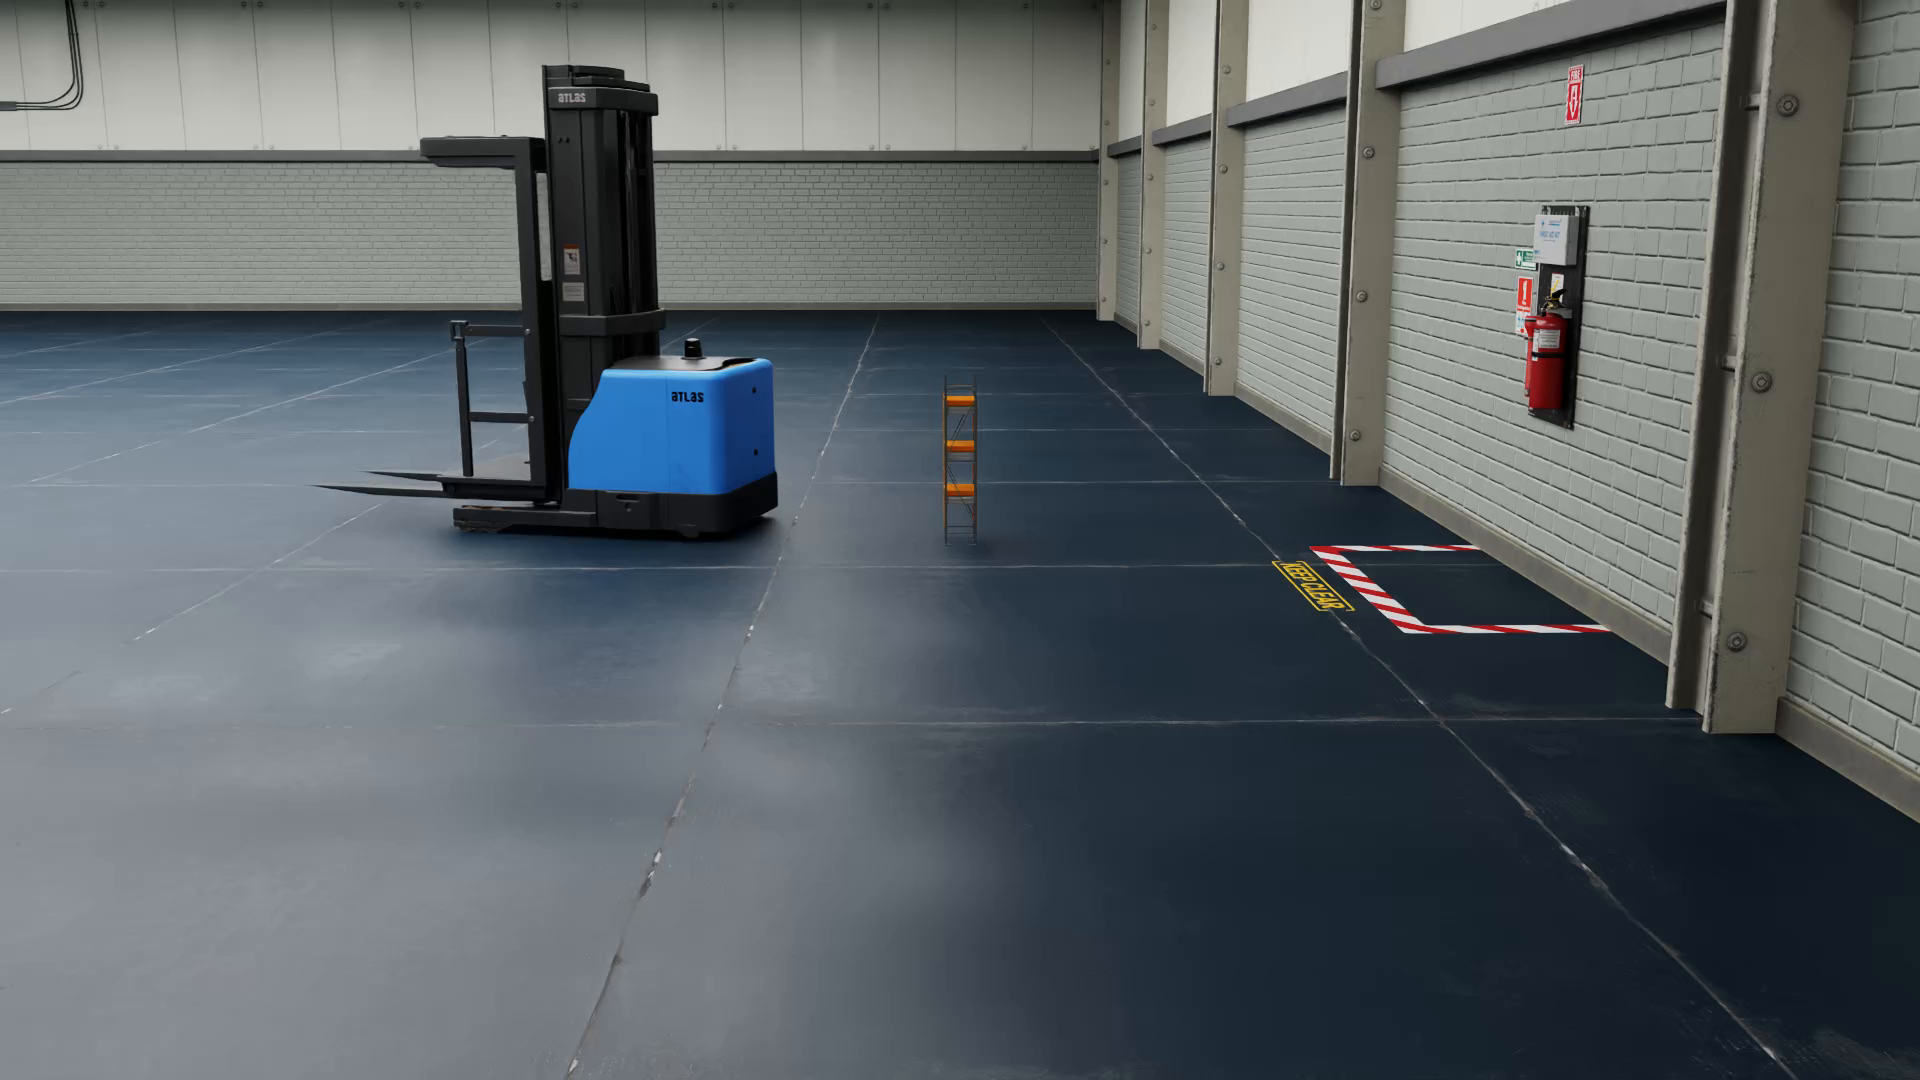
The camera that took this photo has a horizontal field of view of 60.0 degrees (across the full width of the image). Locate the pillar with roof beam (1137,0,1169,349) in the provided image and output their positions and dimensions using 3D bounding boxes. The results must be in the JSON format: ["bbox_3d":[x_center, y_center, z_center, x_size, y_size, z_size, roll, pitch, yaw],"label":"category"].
[{"bbox_3d":[-1.508,-7.230,23.564,9.100,9.000,0.400,0,11,-1],"label":"pillar with roof beam"}]

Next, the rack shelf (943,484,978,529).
[{"bbox_3d":[0.001,-0.221,10.460,0.215,0.259,0.240,0,11,-1],"label":"rack shelf"}]

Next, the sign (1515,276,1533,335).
[{"bbox_3d":[3.247,-1.349,9.573,0.001,0.329,0.234,0,11,-1],"label":"sign"}]

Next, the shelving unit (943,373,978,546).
[{"bbox_3d":[0.001,-0.504,10.402,0.215,1.050,0.252,0,11,-1],"label":"shelving unit"}]

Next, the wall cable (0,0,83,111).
[{"bbox_3d":[-18.068,-10.605,31.644,2.305,6.003,0.169,0,11,-1],"label":"wall cable"}]

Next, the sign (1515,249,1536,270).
[{"bbox_3d":[3.238,-1.608,9.516,0.001,0.109,0.331,0,11,-1],"label":"sign"}]

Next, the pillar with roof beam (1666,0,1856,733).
[{"bbox_3d":[-1.136,-3.652,5.927,9.100,9.000,0.400,0,11,-1],"label":"pillar with roof beam"}]

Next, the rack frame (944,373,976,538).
[{"bbox_3d":[-0.001,-0.528,10.522,0.200,1.050,0.008,0,11,-1],"label":"rack frame"}]

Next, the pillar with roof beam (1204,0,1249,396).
[{"bbox_3d":[-1.384,-6.037,17.685,9.100,9.000,0.400,0,11,-1],"label":"pillar with roof beam"}]

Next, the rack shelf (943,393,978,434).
[{"bbox_3d":[0.001,-0.772,10.348,0.215,0.259,0.240,0,11,-1],"label":"rack shelf"}]

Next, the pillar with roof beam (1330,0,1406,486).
[{"bbox_3d":[-1.260,-4.845,11.806,9.100,9.000,0.400,0,11,-1],"label":"pillar with roof beam"}]

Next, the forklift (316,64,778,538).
[{"bbox_3d":[-2.814,-1.580,10.977,3.031,2.935,1.130,3,12,13],"label":"forklift"}]

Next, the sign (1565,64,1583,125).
[{"bbox_3d":[3.254,-2.359,8.813,0.001,0.298,0.199,0,11,-1],"label":"sign"}]

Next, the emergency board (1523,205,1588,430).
[{"bbox_3d":[3.155,-1.221,9.033,0.194,1.169,0.643,0,11,-1],"label":"emergency board"}]

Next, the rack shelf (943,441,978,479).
[{"bbox_3d":[0.001,-0.494,10.404,0.215,0.259,0.240,0,11,-1],"label":"rack shelf"}]

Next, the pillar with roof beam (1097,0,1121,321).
[{"bbox_3d":[-1.632,-8.423,29.443,9.100,9.000,0.400,0,11,-1],"label":"pillar with roof beam"}]

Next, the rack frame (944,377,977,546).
[{"bbox_3d":[0.004,-0.480,10.283,0.200,1.050,0.008,0,11,-1],"label":"rack frame"}]
